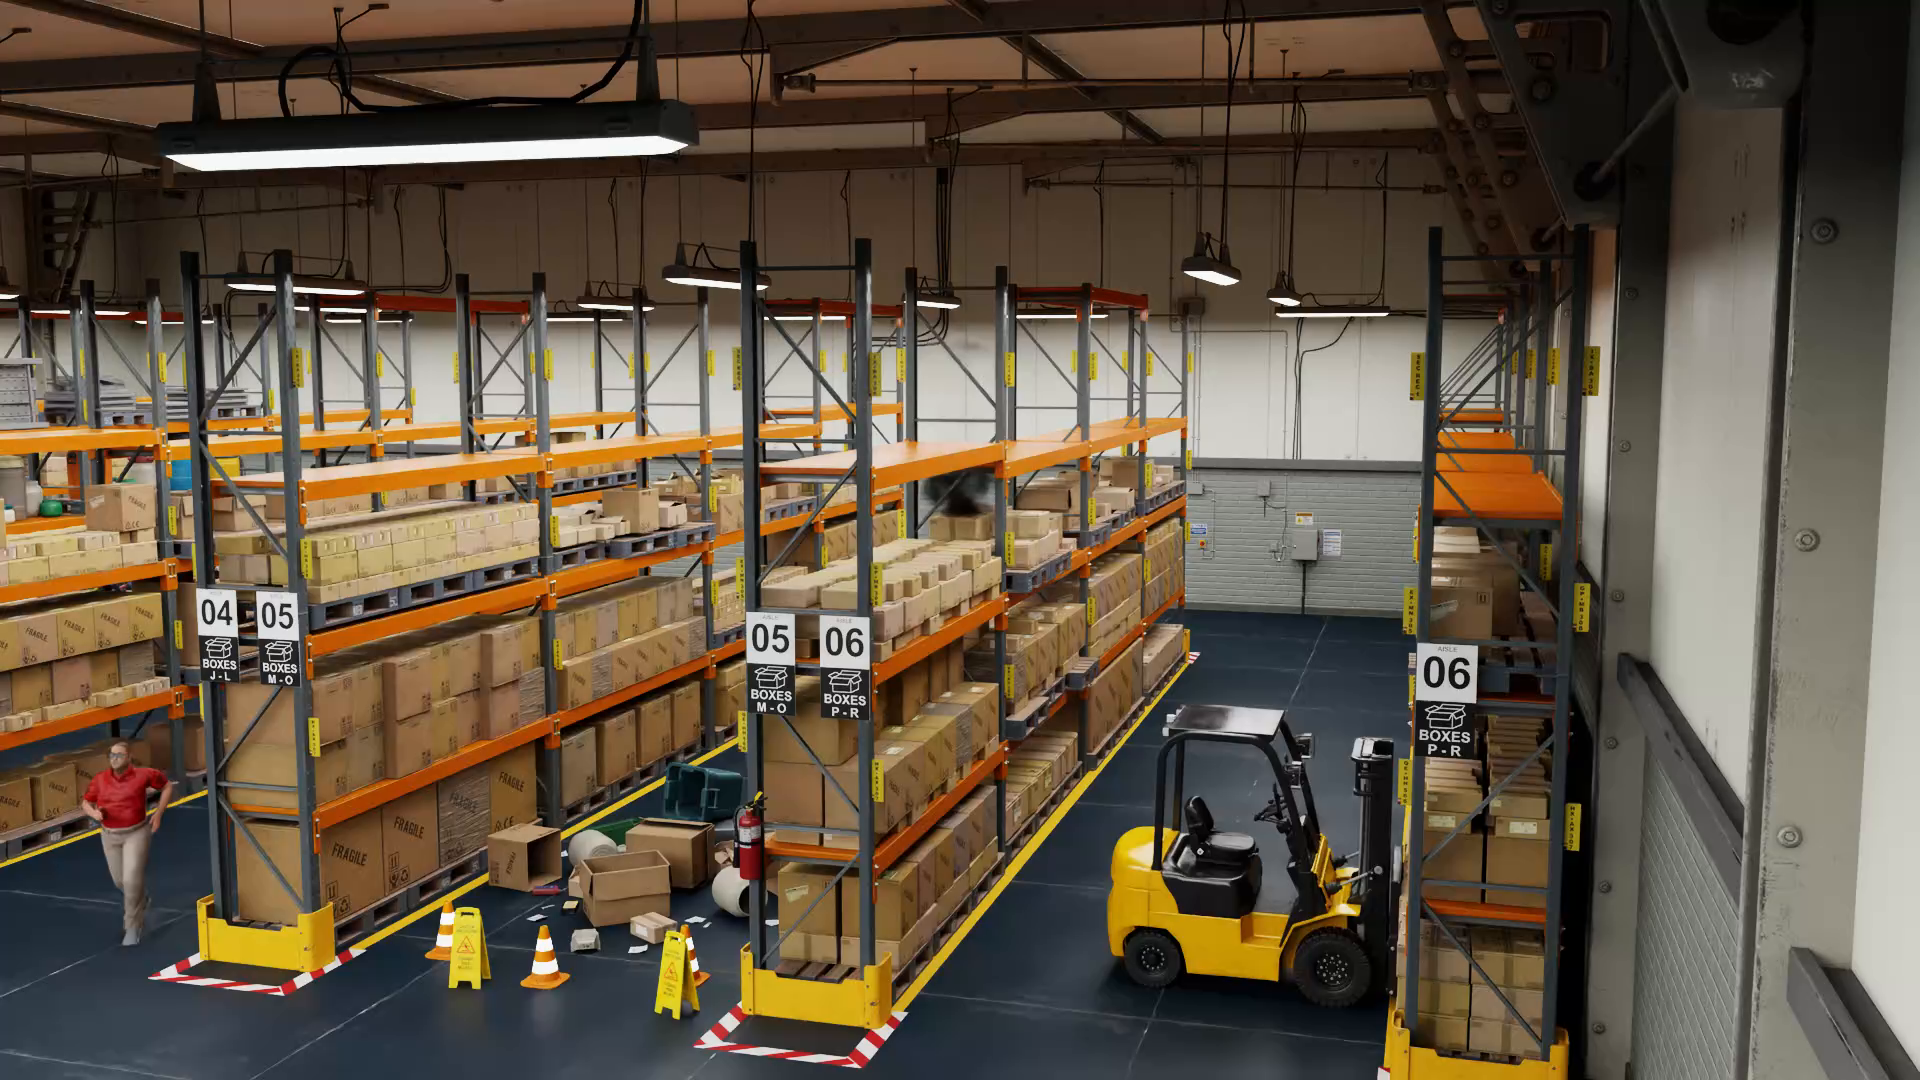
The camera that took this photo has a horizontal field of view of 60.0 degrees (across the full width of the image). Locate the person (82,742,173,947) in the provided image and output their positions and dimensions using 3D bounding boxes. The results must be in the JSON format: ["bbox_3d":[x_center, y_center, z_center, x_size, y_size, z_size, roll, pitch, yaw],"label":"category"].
[{"bbox_3d":[-7.407,2.684,14.794,0.690,1.821,0.760,0,6,-3],"label":"person"}]
